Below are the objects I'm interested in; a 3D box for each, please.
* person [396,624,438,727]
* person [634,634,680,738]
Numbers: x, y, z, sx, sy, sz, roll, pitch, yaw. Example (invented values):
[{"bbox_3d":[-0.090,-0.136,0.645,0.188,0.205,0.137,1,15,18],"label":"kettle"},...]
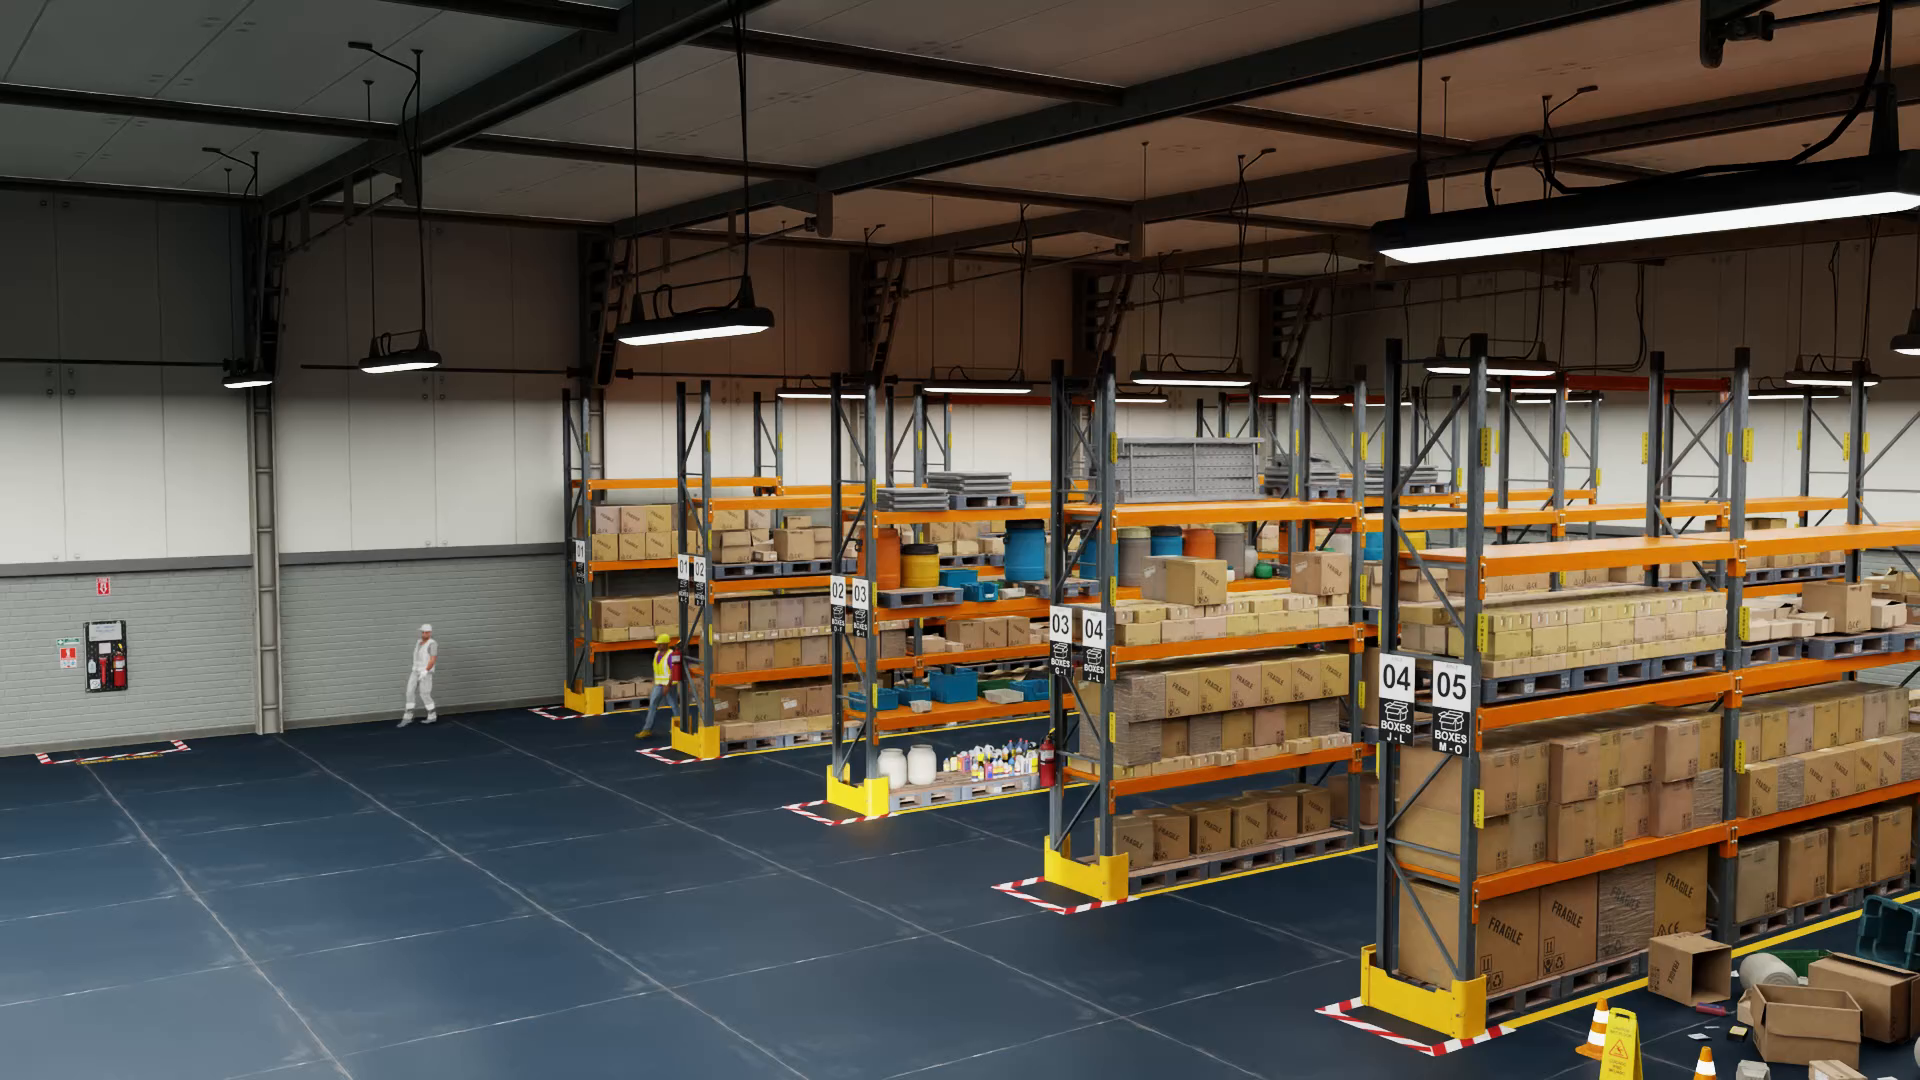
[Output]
[{"bbox_3d":[-9.604,2.394,29.411,0.568,1.806,0.660,2,4,30],"label":"person"},{"bbox_3d":[-5.059,2.465,28.312,0.591,1.737,0.909,2,4,32],"label":"person"}]
